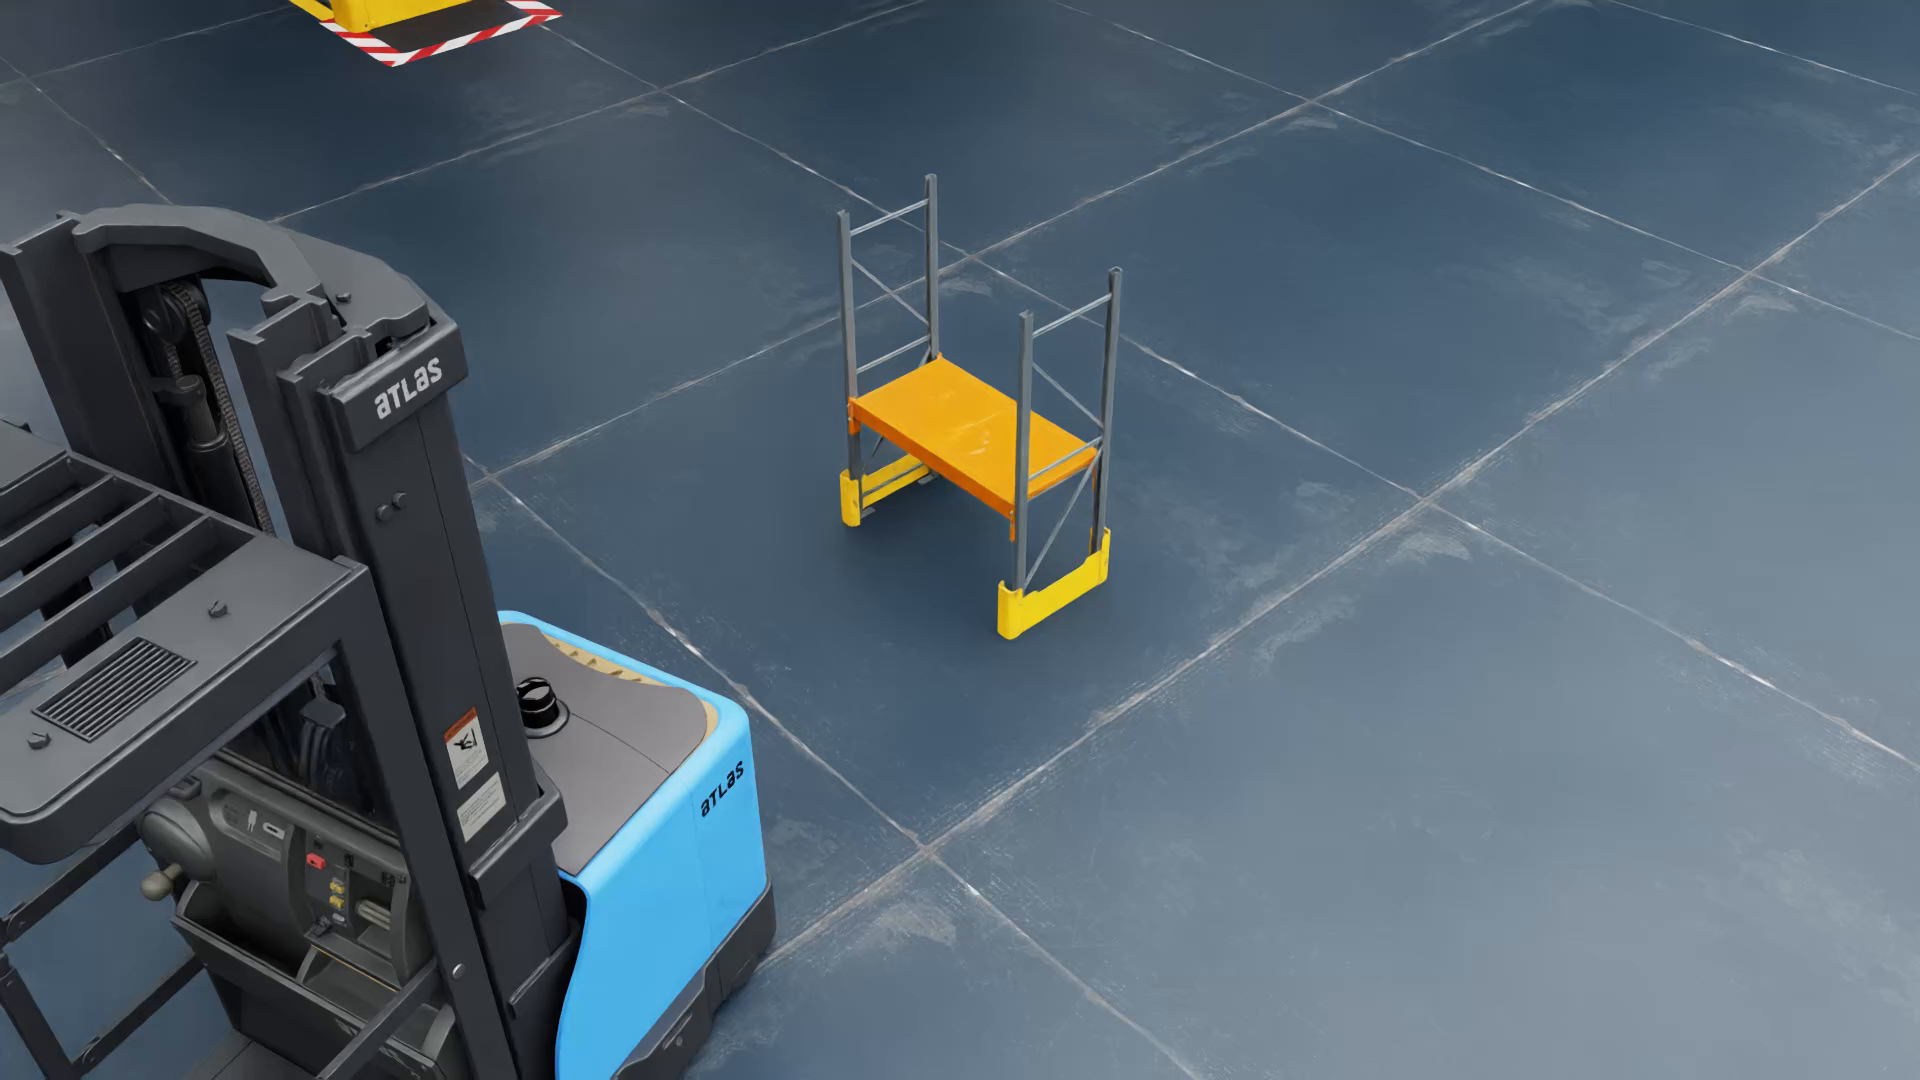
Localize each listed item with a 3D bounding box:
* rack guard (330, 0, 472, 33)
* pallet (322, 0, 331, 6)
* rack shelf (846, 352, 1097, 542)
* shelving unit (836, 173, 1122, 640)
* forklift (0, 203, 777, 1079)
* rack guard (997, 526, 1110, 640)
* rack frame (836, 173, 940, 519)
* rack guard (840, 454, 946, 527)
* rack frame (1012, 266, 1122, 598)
[{"bbox_3d":[-3.918,-4.054,11.872,1.175,0.500,0.348,-30,48,-32],"label":"rack guard"},{"bbox_3d":[-4.441,-4.333,12.447,1.003,0.211,1.213,-30,48,-32],"label":"pallet"},{"bbox_3d":[0.058,-0.404,6.843,0.538,0.185,1.000,-30,48,-32],"label":"rack shelf"},{"bbox_3d":[0.052,-0.548,6.735,0.587,1.500,1.083,-30,48,-32],"label":"shelving unit"},{"bbox_3d":[-1.769,0.852,3.863,1.130,2.935,3.031,19,43,22],"label":"forklift"},{"bbox_3d":[0.388,0.169,6.842,0.587,0.250,0.087,-30,48,-32],"label":"rack guard"},{"bbox_3d":[-0.286,-0.779,7.021,0.500,1.500,0.032,-30,48,-32],"label":"rack frame"},{"bbox_3d":[-0.285,-0.292,7.413,0.587,0.250,0.087,-30,48,-32],"label":"rack guard"},{"bbox_3d":[0.402,-0.309,6.439,0.500,1.500,0.032,-30,48,-32],"label":"rack frame"}]
